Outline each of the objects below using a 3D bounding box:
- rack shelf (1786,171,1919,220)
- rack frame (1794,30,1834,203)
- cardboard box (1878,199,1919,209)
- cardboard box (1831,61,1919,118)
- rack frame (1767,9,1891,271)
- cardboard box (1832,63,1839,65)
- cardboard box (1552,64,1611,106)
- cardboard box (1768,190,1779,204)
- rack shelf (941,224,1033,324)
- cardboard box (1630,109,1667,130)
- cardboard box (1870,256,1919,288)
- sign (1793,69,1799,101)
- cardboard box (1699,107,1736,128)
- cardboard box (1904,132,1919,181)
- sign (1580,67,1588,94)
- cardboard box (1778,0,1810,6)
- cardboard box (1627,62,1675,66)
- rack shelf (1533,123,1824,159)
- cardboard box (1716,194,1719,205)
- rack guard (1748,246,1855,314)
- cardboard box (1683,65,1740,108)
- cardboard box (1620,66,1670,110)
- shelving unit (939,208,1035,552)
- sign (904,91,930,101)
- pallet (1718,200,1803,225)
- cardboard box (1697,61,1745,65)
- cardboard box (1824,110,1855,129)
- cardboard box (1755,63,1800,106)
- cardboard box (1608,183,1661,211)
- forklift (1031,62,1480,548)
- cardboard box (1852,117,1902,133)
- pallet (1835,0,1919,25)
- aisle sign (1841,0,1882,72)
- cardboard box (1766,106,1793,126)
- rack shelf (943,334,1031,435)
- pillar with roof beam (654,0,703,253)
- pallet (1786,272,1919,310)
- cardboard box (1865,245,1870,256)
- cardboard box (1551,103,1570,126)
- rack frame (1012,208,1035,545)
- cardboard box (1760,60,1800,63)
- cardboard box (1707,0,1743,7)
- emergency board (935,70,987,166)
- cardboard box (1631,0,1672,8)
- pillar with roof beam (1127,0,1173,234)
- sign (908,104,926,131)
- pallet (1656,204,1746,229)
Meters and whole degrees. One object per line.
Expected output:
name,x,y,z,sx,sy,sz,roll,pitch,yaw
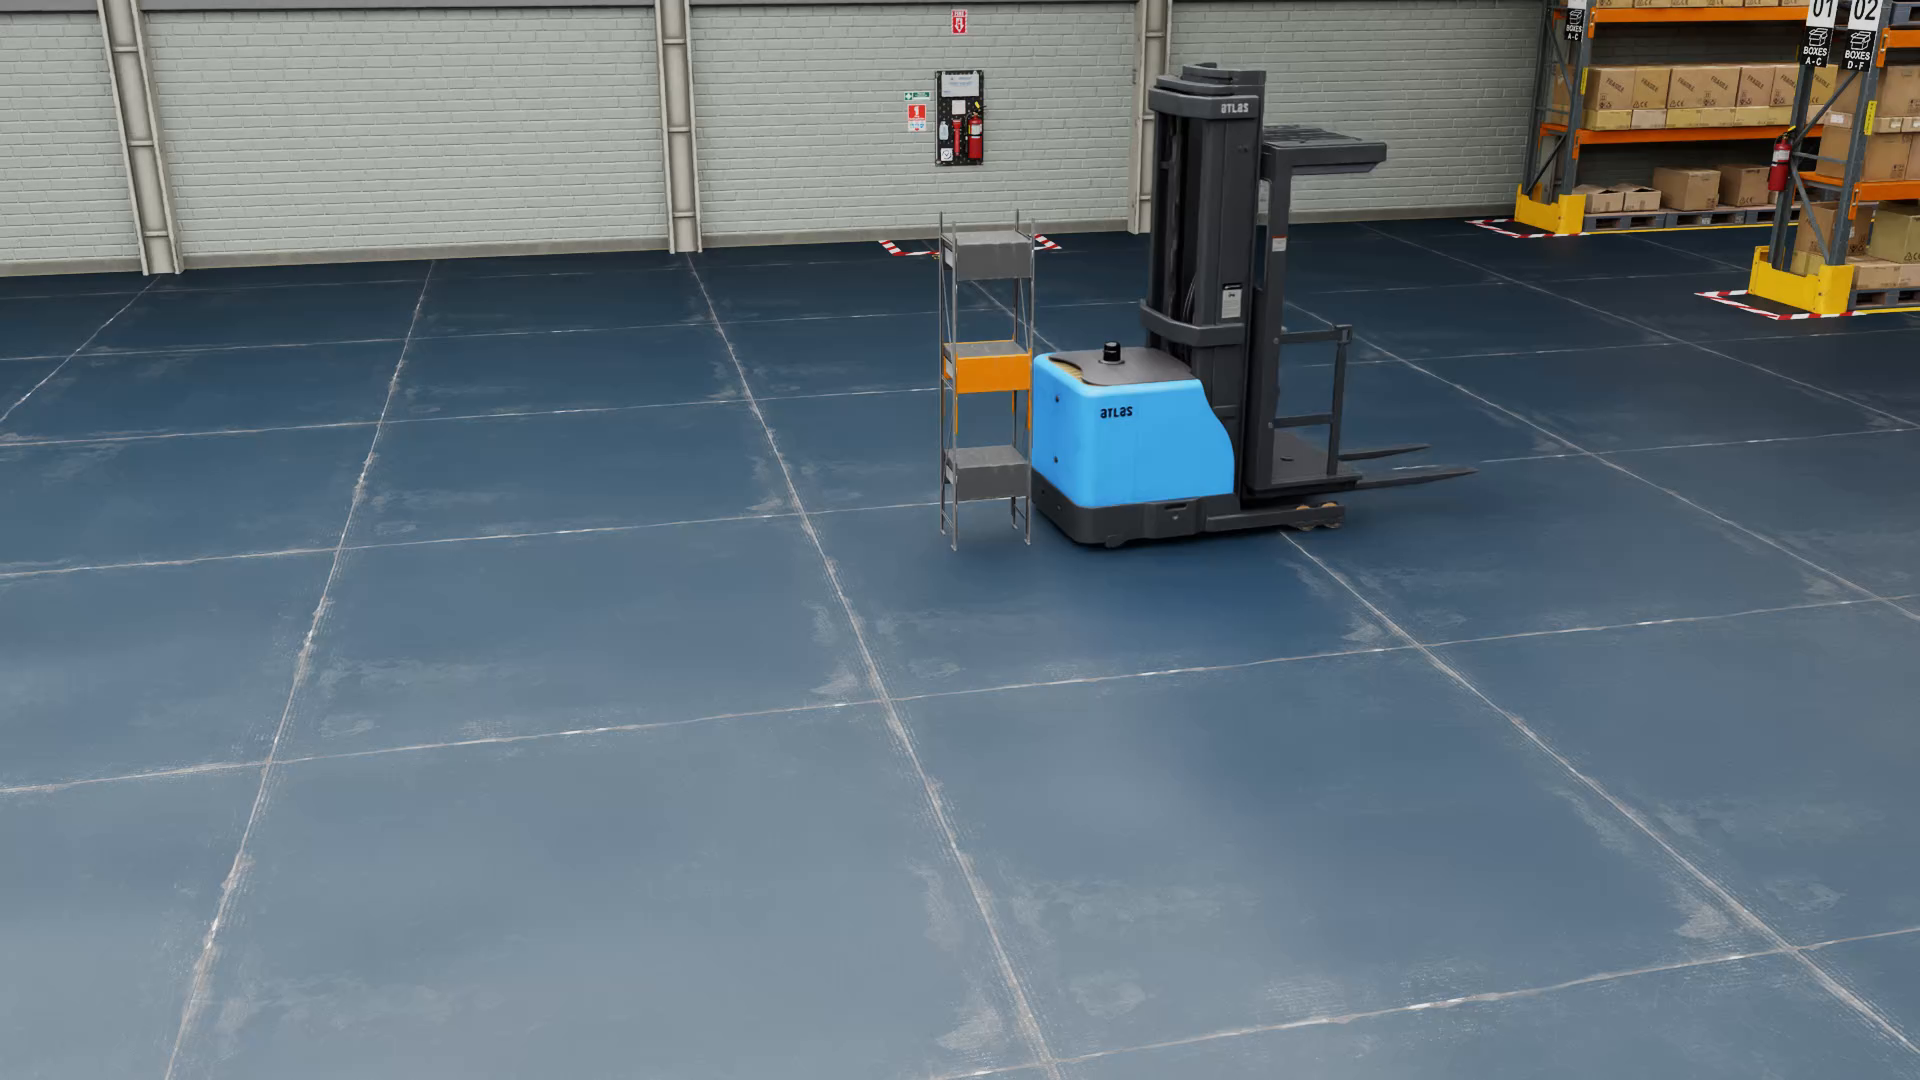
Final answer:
rack shelf,10.882,-3.765,17.778,4.000,0.370,1.077,-5,21,-12
rack frame,11.684,-5.919,22.613,0.127,3.000,1.000,-5,21,-12
cardboard box,10.358,-3.429,18.111,0.500,0.500,0.500,-5,21,-12
cardboard box,9.444,-4.638,17.083,0.500,0.500,0.700,-5,21,-12
rack frame,8.935,-3.945,17.222,0.127,3.000,1.000,-5,21,-12
cardboard box,12.188,-6.202,22.598,0.500,0.500,0.700,-5,21,-12
cardboard box,8.202,-6.002,21.938,0.500,0.500,0.500,-5,21,-13
cardboard box,11.171,-4.743,22.881,0.250,0.166,0.380,-7,21,-20
rack shelf,0.161,-1.644,10.253,0.480,0.518,0.431,-5,21,-12
cardboard box,8.842,-5.520,21.711,0.500,0.250,0.500,-5,21,-14
cardboard box,9.994,-2.860,17.647,0.500,0.250,0.500,-5,21,-12
sign,8.824,-4.782,17.481,0.005,0.325,0.100,-5,21,-12
cardboard box,9.831,-5.597,21.923,0.500,0.250,0.500,-4,21,-12
cardboard box,9.903,-4.068,17.412,0.500,0.500,0.700,-4,21,-11
sign,7.917,-5.827,21.104,0.005,0.325,0.100,-5,21,-12
cardboard box,10.755,-7.226,21.643,0.500,0.500,0.500,-6,21,-17
cardboard box,9.196,-6.081,22.153,0.500,0.500,0.500,-5,21,-14
rack shelf,9.738,-5.423,22.304,4.000,0.370,1.077,-5,21,-12
cardboard box,10.123,-4.667,22.700,0.250,0.149,0.380,-6,21,-17
rack guard,8.912,-2.769,17.647,0.348,0.500,1.175,-5,21,-12
cardboard box,9.813,-5.950,21.796,0.500,0.500,0.500,-4,20,-11
cardboard box,8.809,-5.867,21.568,0.500,0.500,0.500,-5,21,-12
shelving unit,0.161,-0.999,10.489,0.503,2.100,0.431,-5,21,-12
sign,-0.534,-5.544,20.765,0.331,0.109,0.001,-5,21,-12
pallet,11.039,-4.545,22.915,1.213,0.211,1.003,-5,21,-12
cardboard box,10.188,-6.166,22.384,0.500,0.500,0.500,-4,21,-11
cardboard box,9.263,-4.390,17.350,0.250,0.149,0.380,-5,21,-13
cardboard box,10.811,-6.028,22.008,0.500,0.500,0.500,-5,21,-13
cardboard box,9.041,-4.616,22.325,0.500,0.311,0.500,-3,20,-8
forklift,2.045,-1.602,10.926,3.031,2.935,1.130,-6,21,-16
cardboard box,9.367,-4.255,16.982,0.250,0.149,0.380,-5,21,-13
pallet,9.629,-5.359,16.851,1.213,0.211,1.003,-5,21,-12
aisle sign,8.942,-5.058,16.481,0.004,0.787,0.394,-5,21,-12
cardboard box,10.806,-5.683,22.155,0.500,0.250,0.500,-5,21,-12
rack shelf,0.161,-0.986,10.494,0.480,0.518,0.431,-5,21,-12
pillar with roof beam,-2.413,-6.374,15.131,0.400,9.000,9.100,-5,21,-12
pallet,9.670,-2.710,17.906,1.213,0.211,1.003,-5,21,-12
cardboard box,9.873,-3.036,18.128,0.500,0.250,0.500,-5,21,-12
cardboard box,8.202,-5.643,22.049,0.500,0.250,0.500,-4,21,-12
rack frame,0.399,-1.018,10.542,0.015,2.100,0.400,-5,21,-12
cardboard box,11.179,-6.243,22.595,0.500,0.500,0.500,-5,21,-14
cardboard box,9.726,-7.133,21.390,0.500,0.500,0.500,-3,20,-9
emergency board,0.021,-5.290,20.894,0.643,1.169,0.194,-5,21,-12
cardboard box,8.706,-7.041,21.139,0.500,0.500,0.500,-3,20,-9
pillar with roof beam,3.426,-6.849,16.428,0.400,9.000,9.100,-5,21,-12
sign,-0.541,-5.297,20.863,0.234,0.329,0.001,-5,21,-12
pallet,9.849,-4.447,22.648,1.213,0.211,1.003,-5,21,-12
